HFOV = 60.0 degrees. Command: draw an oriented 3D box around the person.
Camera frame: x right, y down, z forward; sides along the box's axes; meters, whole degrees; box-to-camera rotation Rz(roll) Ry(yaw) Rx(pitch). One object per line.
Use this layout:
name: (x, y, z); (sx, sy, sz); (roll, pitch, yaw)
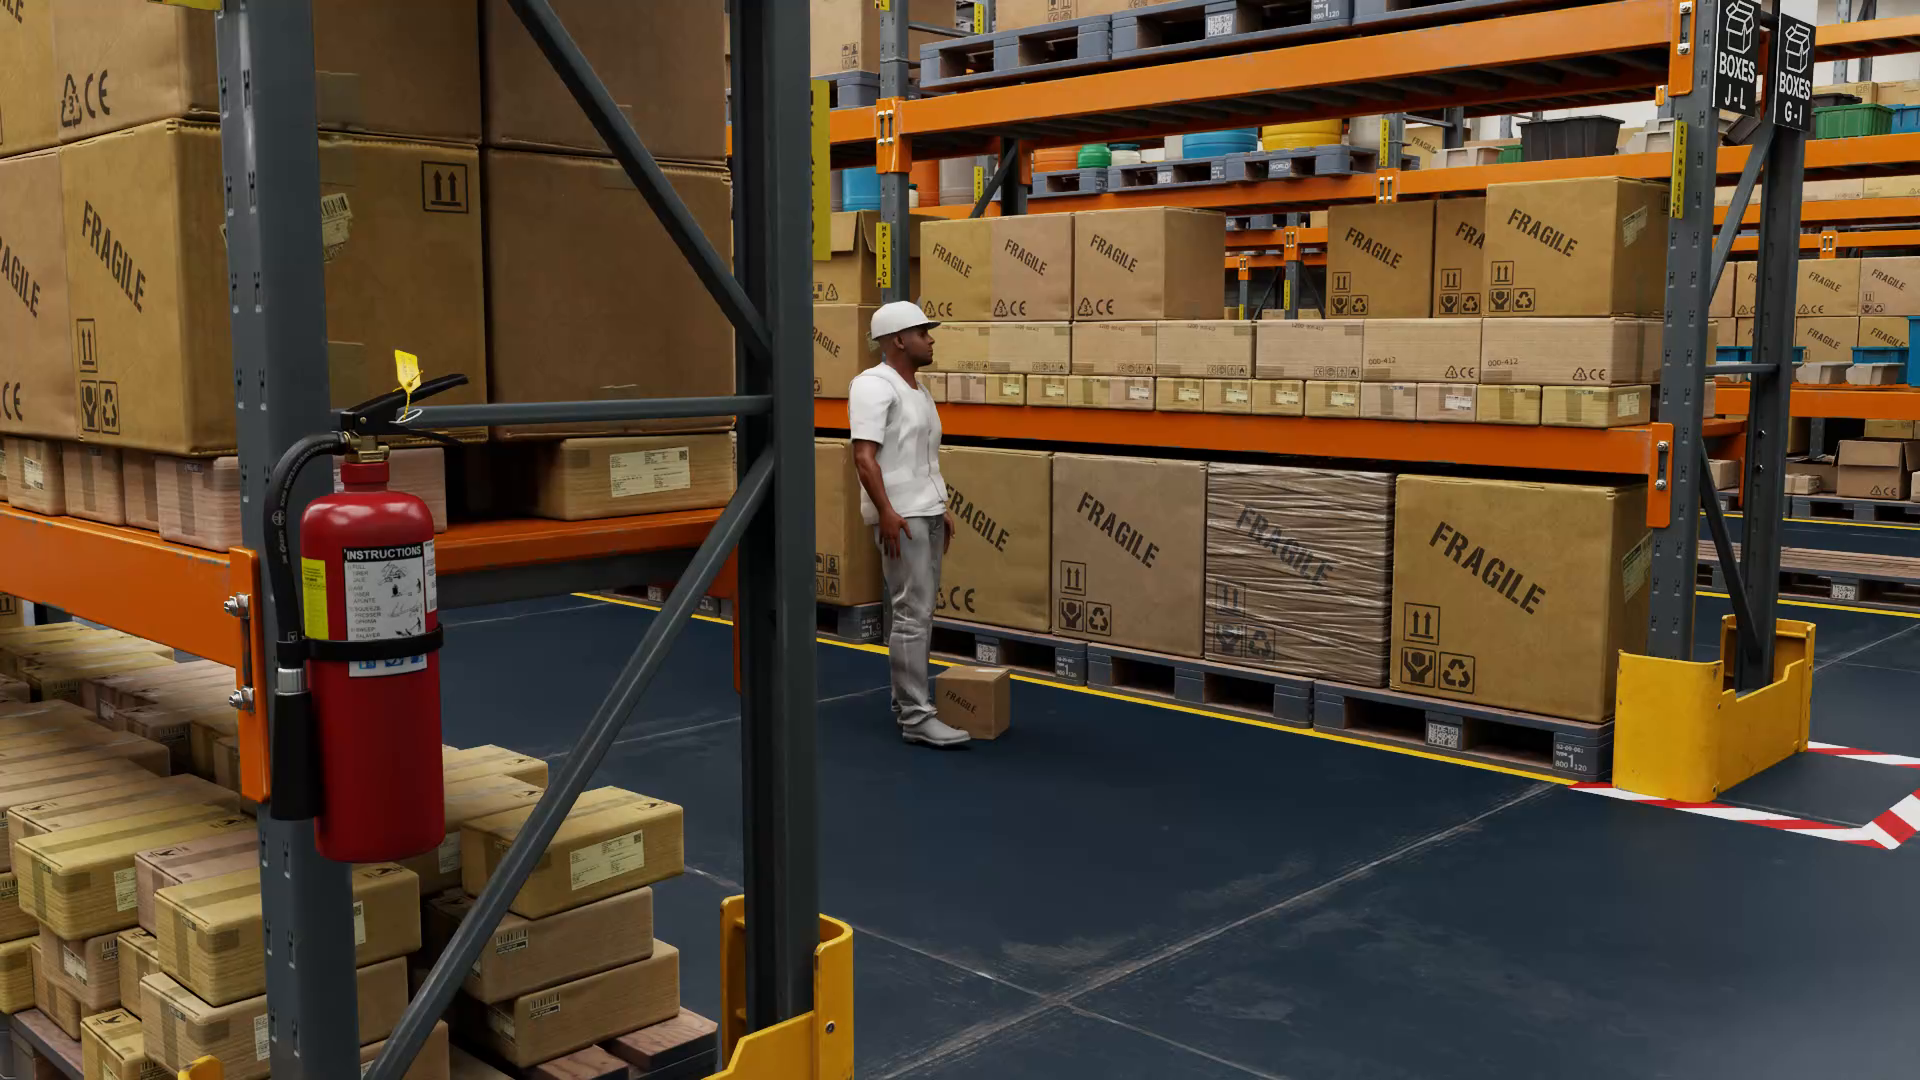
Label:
person: (-0.145, -0.092, 6.838); (0.576, 1.766, 0.665); (2, 7, 19)
